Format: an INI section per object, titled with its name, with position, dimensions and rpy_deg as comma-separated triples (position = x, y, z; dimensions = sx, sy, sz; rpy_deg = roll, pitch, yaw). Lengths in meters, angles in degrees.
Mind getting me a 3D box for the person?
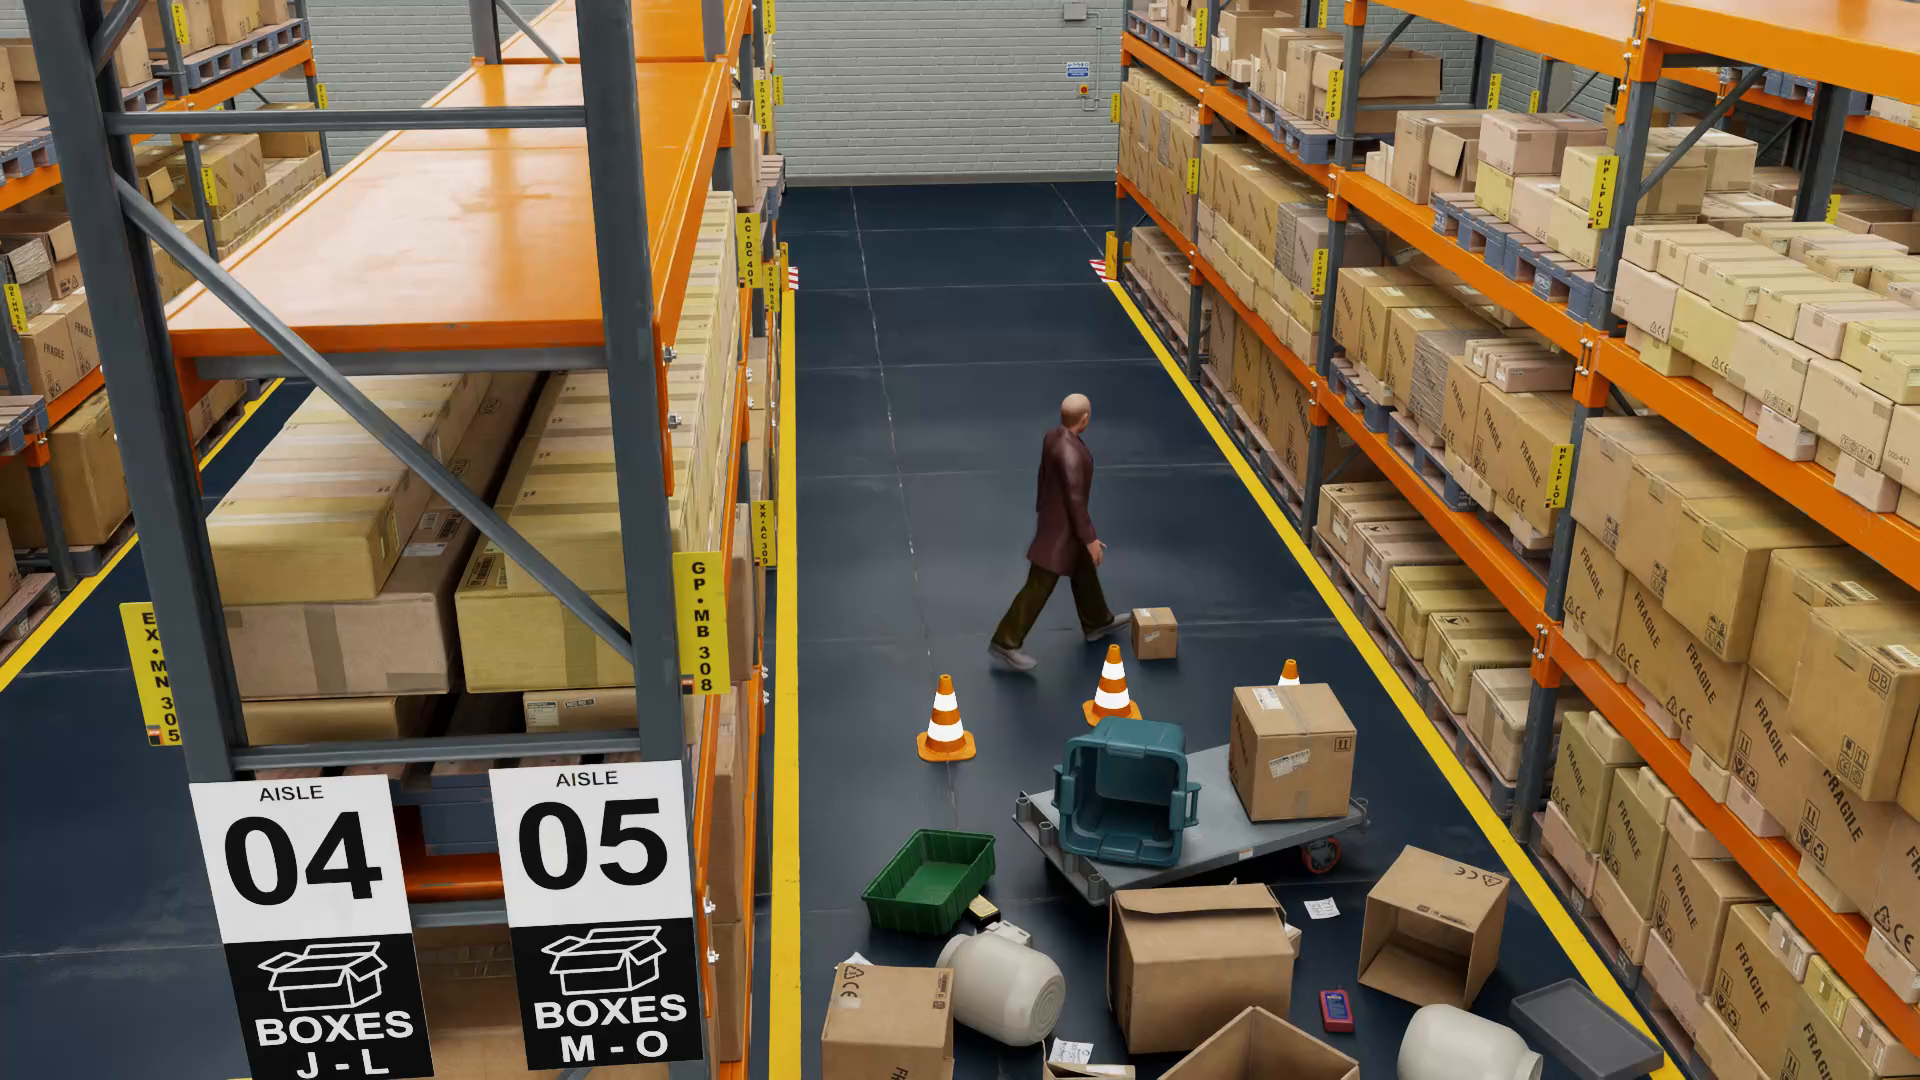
[person]
position = 0.670, -0.067, 10.523
dimensions = 0.993, 1.745, 0.702
rpy_deg = -1, 23, -1
